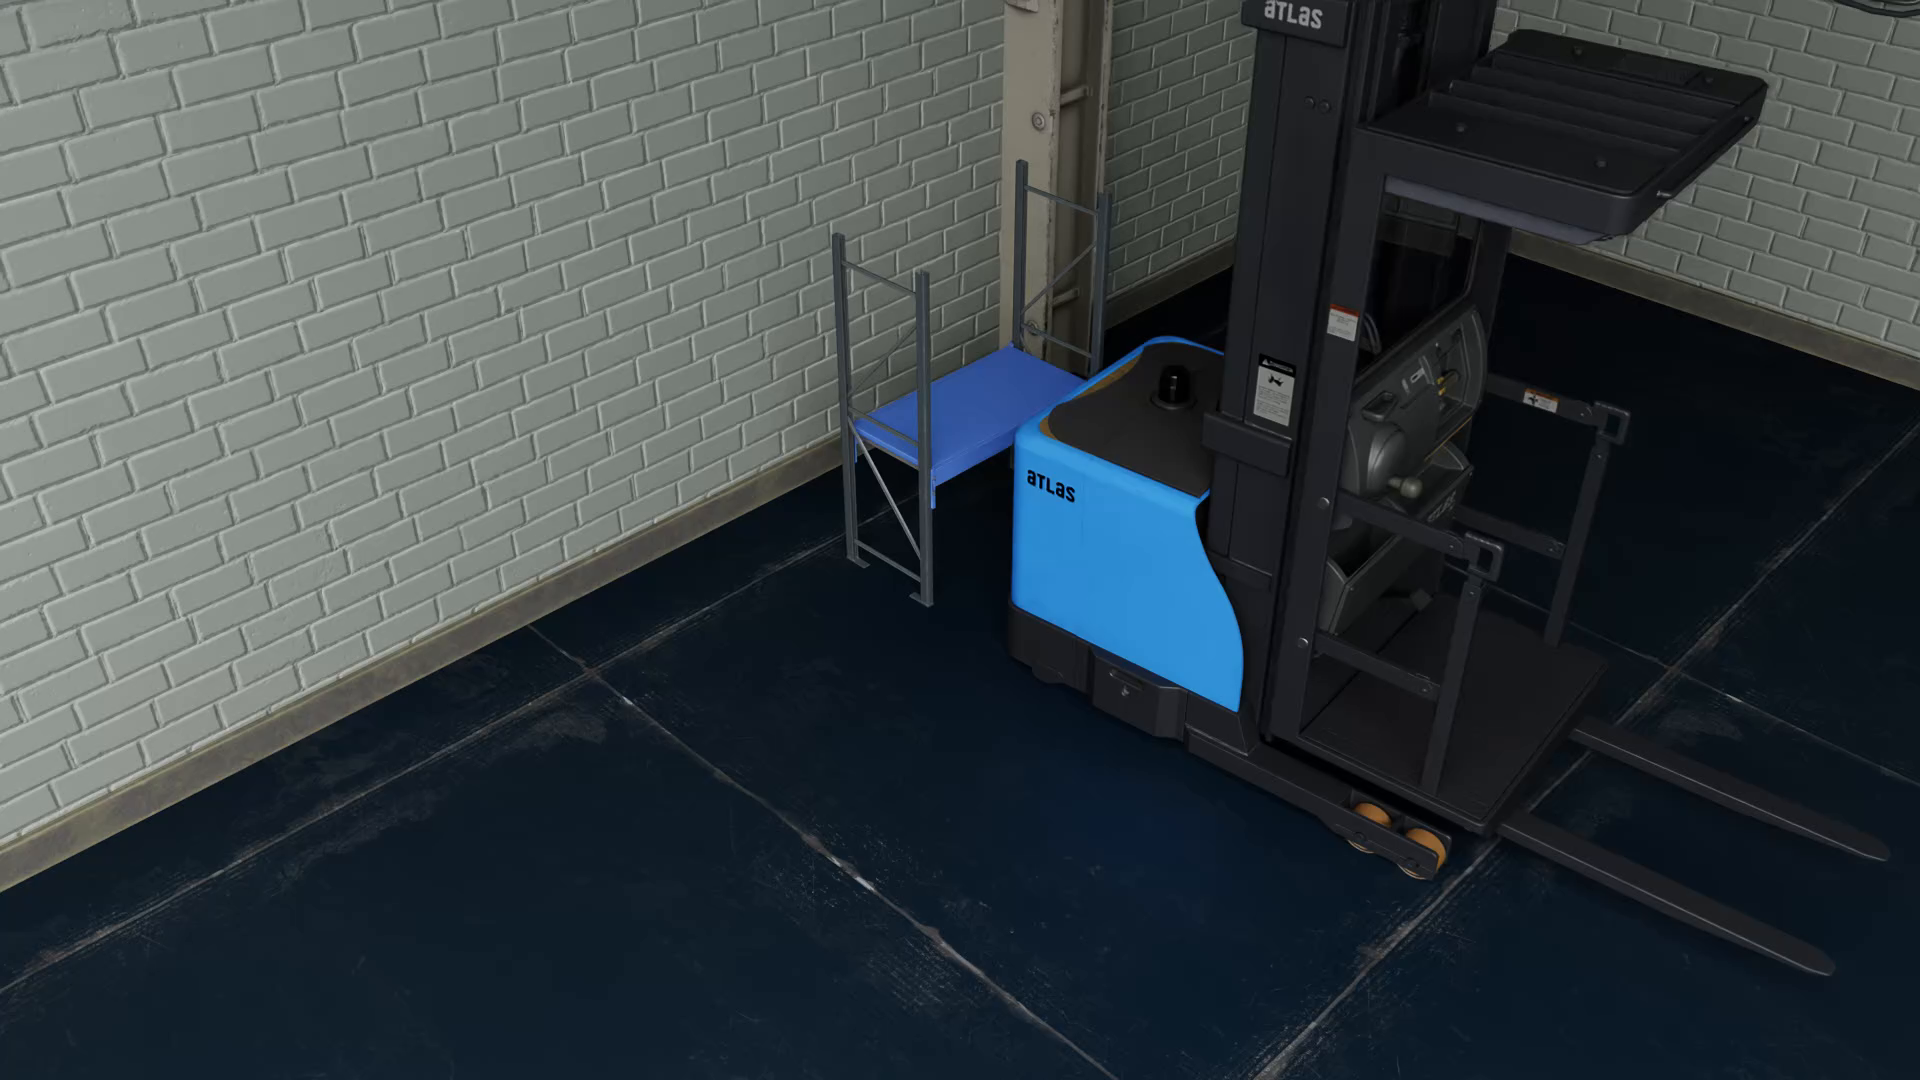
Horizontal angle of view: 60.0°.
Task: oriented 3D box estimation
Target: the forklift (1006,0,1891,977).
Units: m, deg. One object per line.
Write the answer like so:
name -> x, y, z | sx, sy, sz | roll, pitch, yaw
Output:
forklift -> 1.644, -0.405, 5.268 | 3.031, 2.935, 1.130 | 25, 42, 31

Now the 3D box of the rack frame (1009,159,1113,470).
rack frame -> 0.418, -0.856, 7.167 | 0.500, 1.500, 0.032 | 30, 45, 35

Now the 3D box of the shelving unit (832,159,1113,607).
shelving unit -> 0.060, -0.650, 6.871 | 0.538, 1.500, 1.048 | 30, 45, 35

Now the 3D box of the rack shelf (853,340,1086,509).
rack shelf -> 0.060, -0.502, 6.974 | 0.538, 0.185, 1.000 | 30, 45, 35

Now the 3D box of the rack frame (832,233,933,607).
rack frame -> -0.298, -0.443, 6.575 | 0.500, 1.500, 0.032 | 30, 45, 35

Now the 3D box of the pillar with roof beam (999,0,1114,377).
pillar with roof beam -> 3.494, -2.785, 3.376 | 9.100, 9.000, 0.400 | 30, 45, 35
